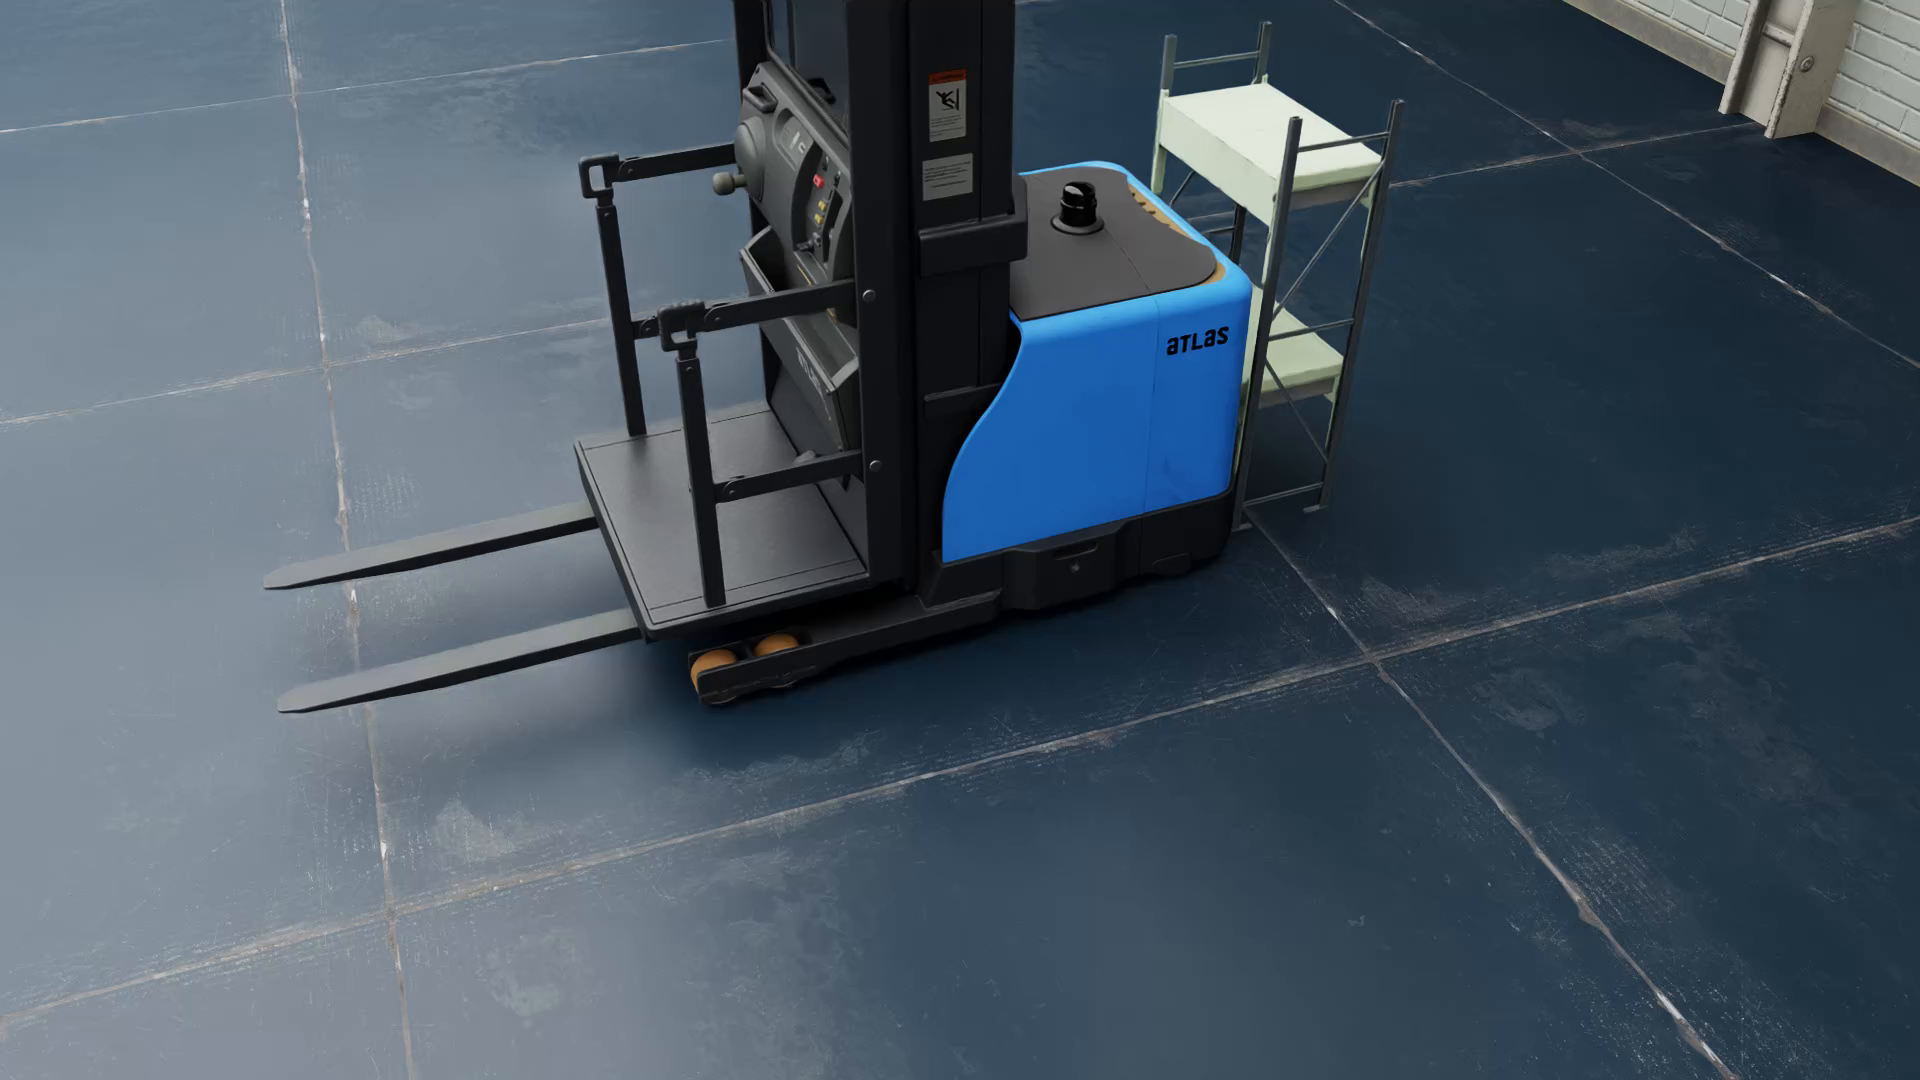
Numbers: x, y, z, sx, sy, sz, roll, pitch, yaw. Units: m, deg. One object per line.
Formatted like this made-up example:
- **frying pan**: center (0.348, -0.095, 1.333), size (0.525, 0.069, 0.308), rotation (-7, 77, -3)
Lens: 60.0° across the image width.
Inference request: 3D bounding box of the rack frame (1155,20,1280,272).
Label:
- **rack frame**: center (0.856, -1.090, 5.936), size (0.400, 1.500, 0.023), rotation (-12, 39, -19)

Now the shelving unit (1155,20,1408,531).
- **shelving unit**: center (0.997, -0.886, 5.667), size (0.431, 1.500, 0.755), rotation (-12, 39, -19)

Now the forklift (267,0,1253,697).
- **forklift**: center (-0.674, -1.050, 4.709), size (3.031, 2.935, 1.130), rotation (-12, 39, -15)

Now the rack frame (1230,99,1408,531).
- **rack frame**: center (1.138, -0.683, 5.397), size (0.400, 1.500, 0.023), rotation (-12, 39, -19)

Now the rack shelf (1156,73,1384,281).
- **rack shelf**: center (1.011, -1.201, 5.436), size (0.431, 0.370, 0.720), rotation (-12, 39, -19)

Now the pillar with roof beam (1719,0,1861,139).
- **pillar with roof beam**: center (0.159, -4.886, 4.758), size (9.100, 9.000, 0.400), rotation (-12, 39, -16)

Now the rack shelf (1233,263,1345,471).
- **rack shelf**: center (0.987, -0.624, 5.859), size (0.431, 0.370, 0.720), rotation (-12, 39, -19)
